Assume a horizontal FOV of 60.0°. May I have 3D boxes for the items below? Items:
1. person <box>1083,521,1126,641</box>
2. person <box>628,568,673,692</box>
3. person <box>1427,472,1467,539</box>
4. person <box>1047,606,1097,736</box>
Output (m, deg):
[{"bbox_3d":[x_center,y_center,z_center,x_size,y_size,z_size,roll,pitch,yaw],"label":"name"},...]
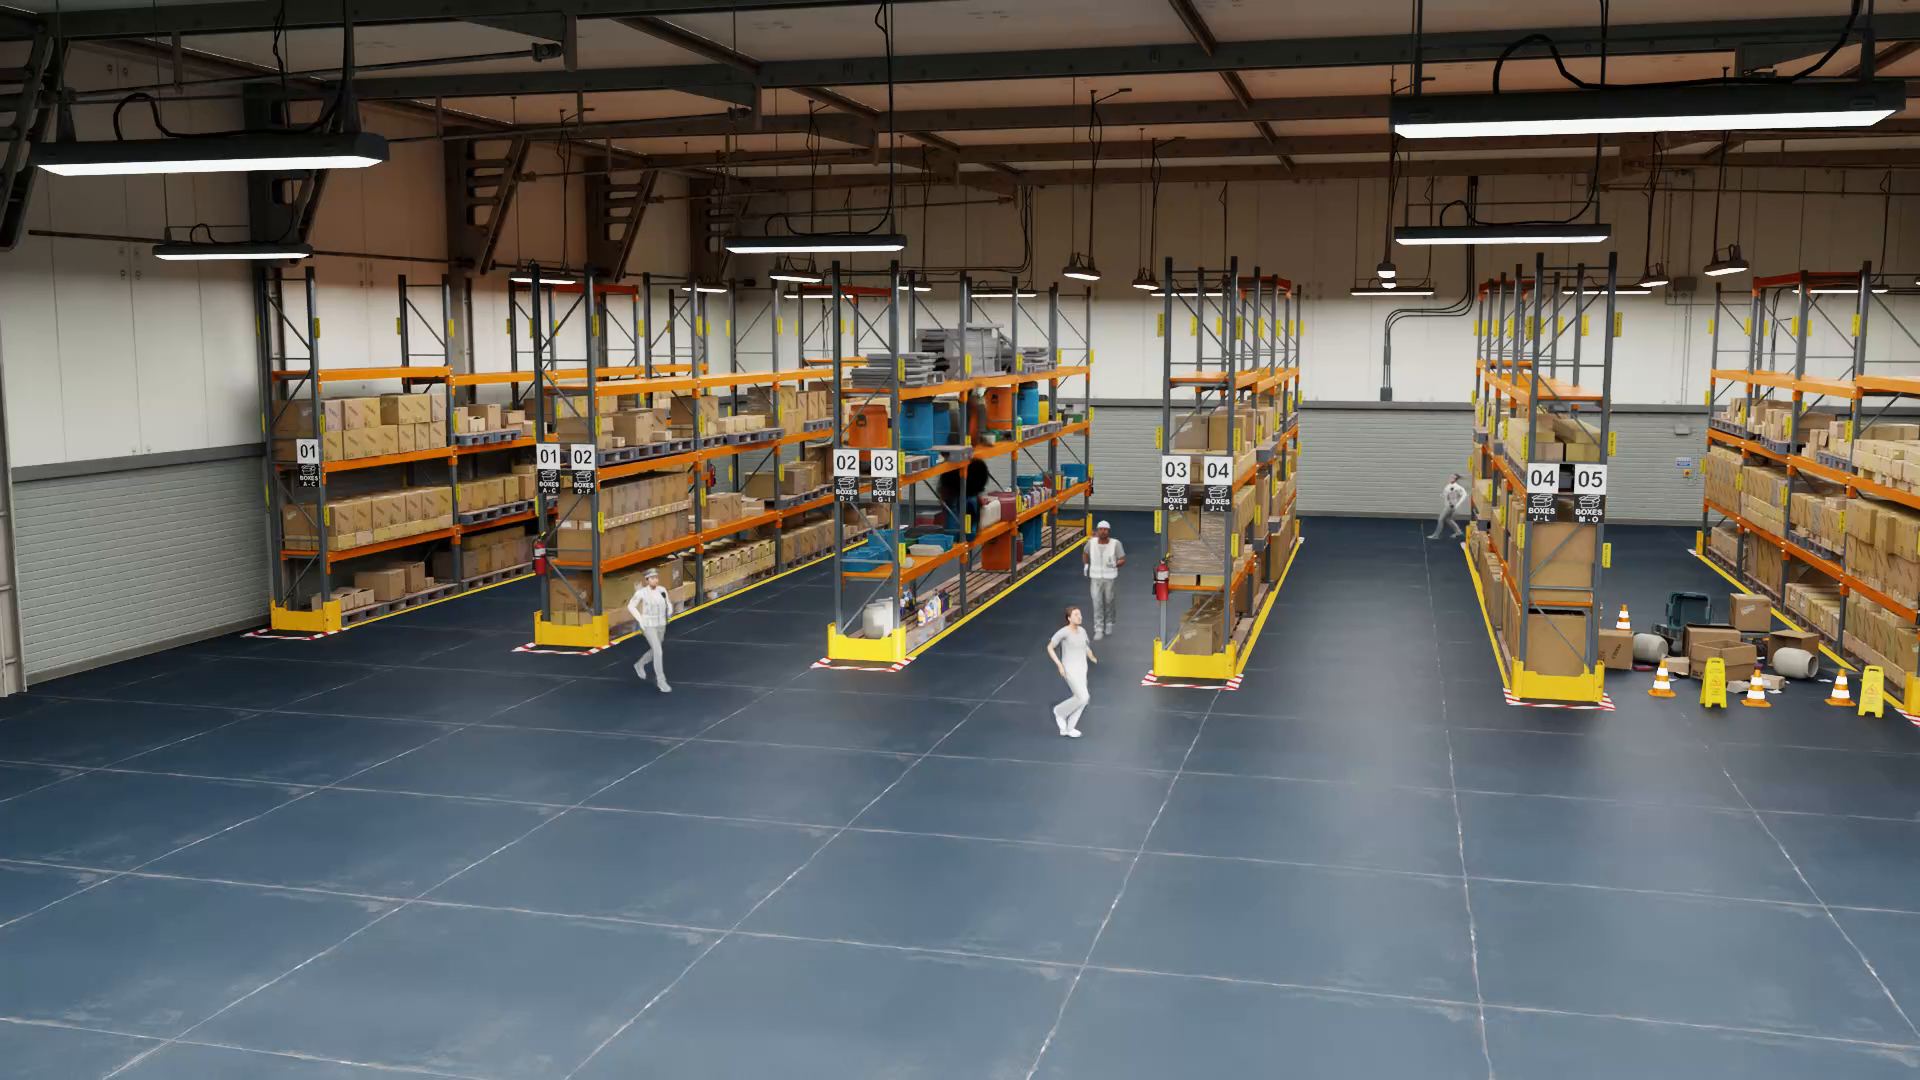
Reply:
[{"bbox_3d":[2.199,0.610,25.542,0.678,1.825,0.826,1,7,10],"label":"person"},{"bbox_3d":[-4.285,1.227,23.264,0.602,1.704,0.846,-7,10,-44],"label":"person"},{"bbox_3d":[11.558,-0.799,39.353,0.818,1.643,0.628,0,7,2],"label":"person"},{"bbox_3d":[1.429,1.616,20.388,0.565,1.624,0.545,-7,10,-44],"label":"person"}]
